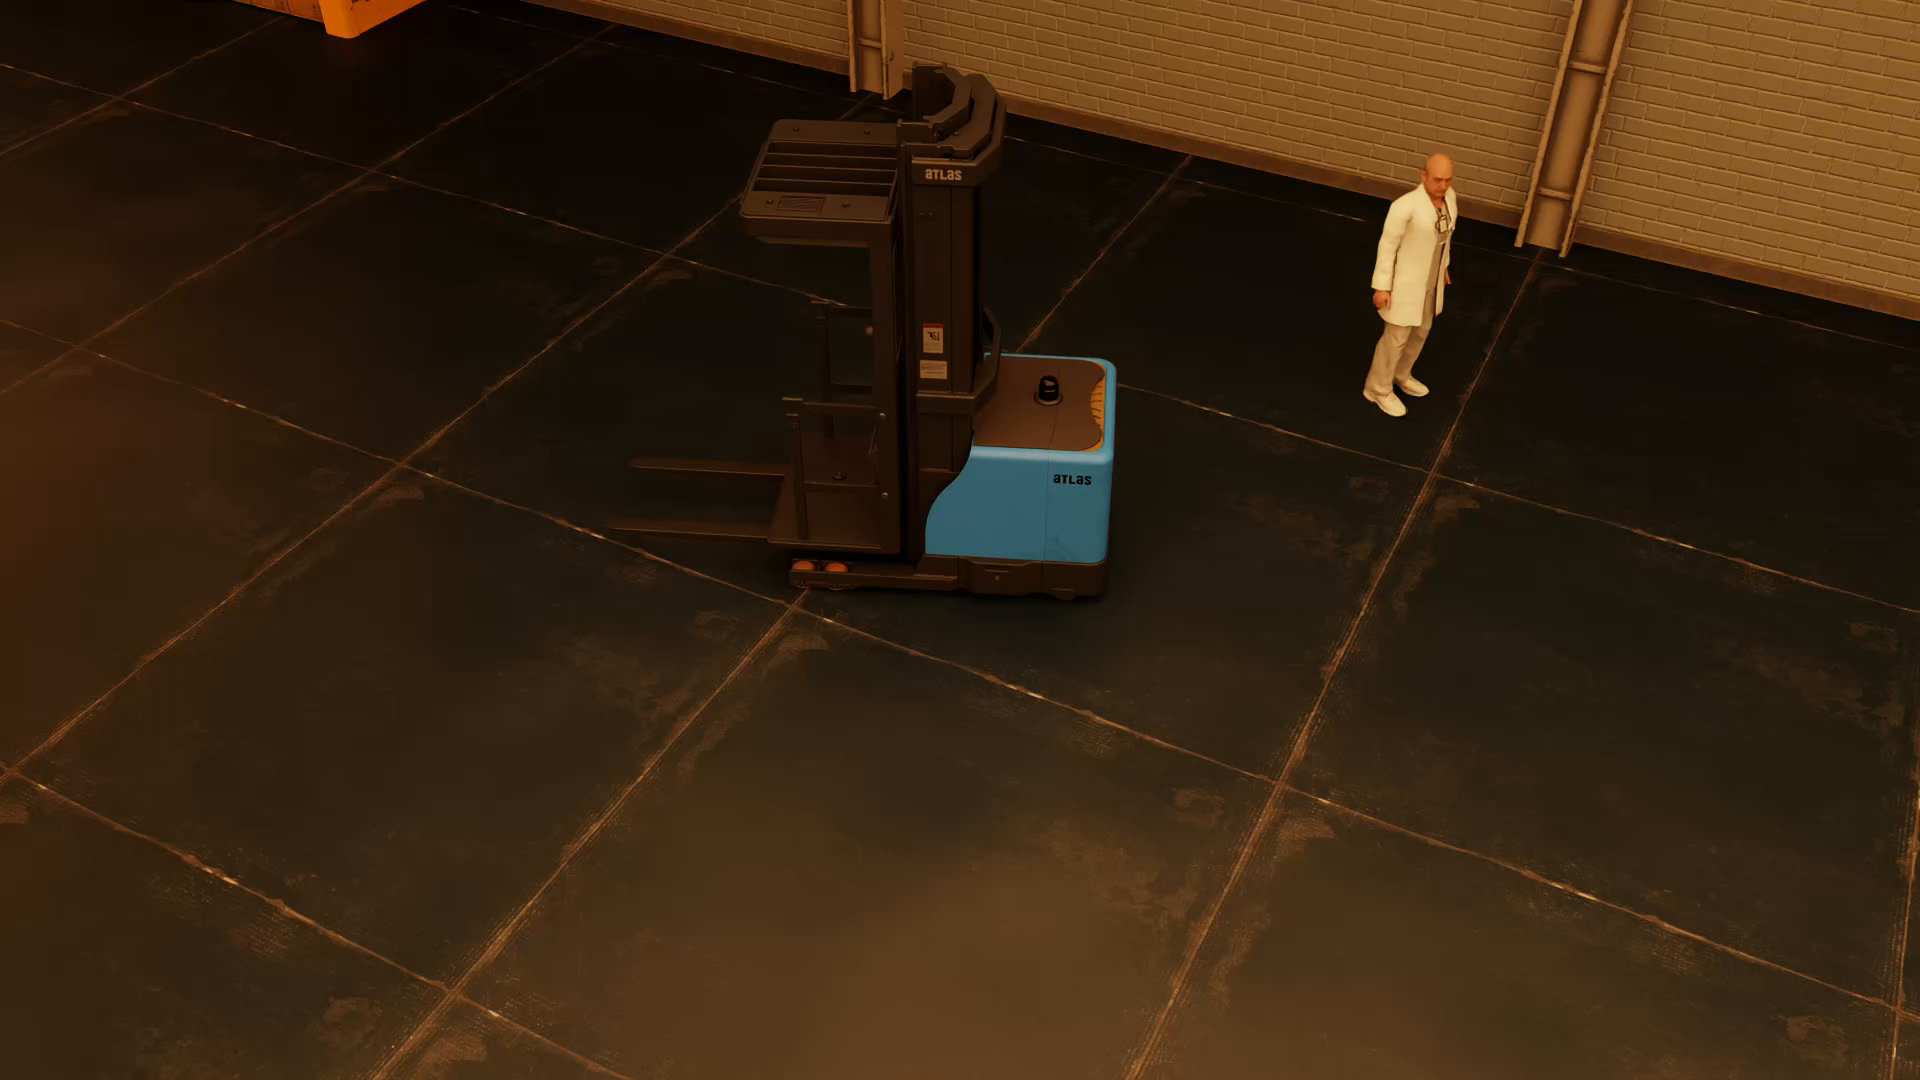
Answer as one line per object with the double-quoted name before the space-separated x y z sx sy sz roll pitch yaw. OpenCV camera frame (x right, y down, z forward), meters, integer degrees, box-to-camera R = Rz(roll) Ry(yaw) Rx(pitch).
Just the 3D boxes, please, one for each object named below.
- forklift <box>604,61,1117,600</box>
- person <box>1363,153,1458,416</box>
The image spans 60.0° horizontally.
"forklift" -0.606 -1.157 9.360 3.031 2.935 1.130 3 40 4
"person" 3.002 -1.677 10.872 0.670 1.781 0.435 -26 47 -28
